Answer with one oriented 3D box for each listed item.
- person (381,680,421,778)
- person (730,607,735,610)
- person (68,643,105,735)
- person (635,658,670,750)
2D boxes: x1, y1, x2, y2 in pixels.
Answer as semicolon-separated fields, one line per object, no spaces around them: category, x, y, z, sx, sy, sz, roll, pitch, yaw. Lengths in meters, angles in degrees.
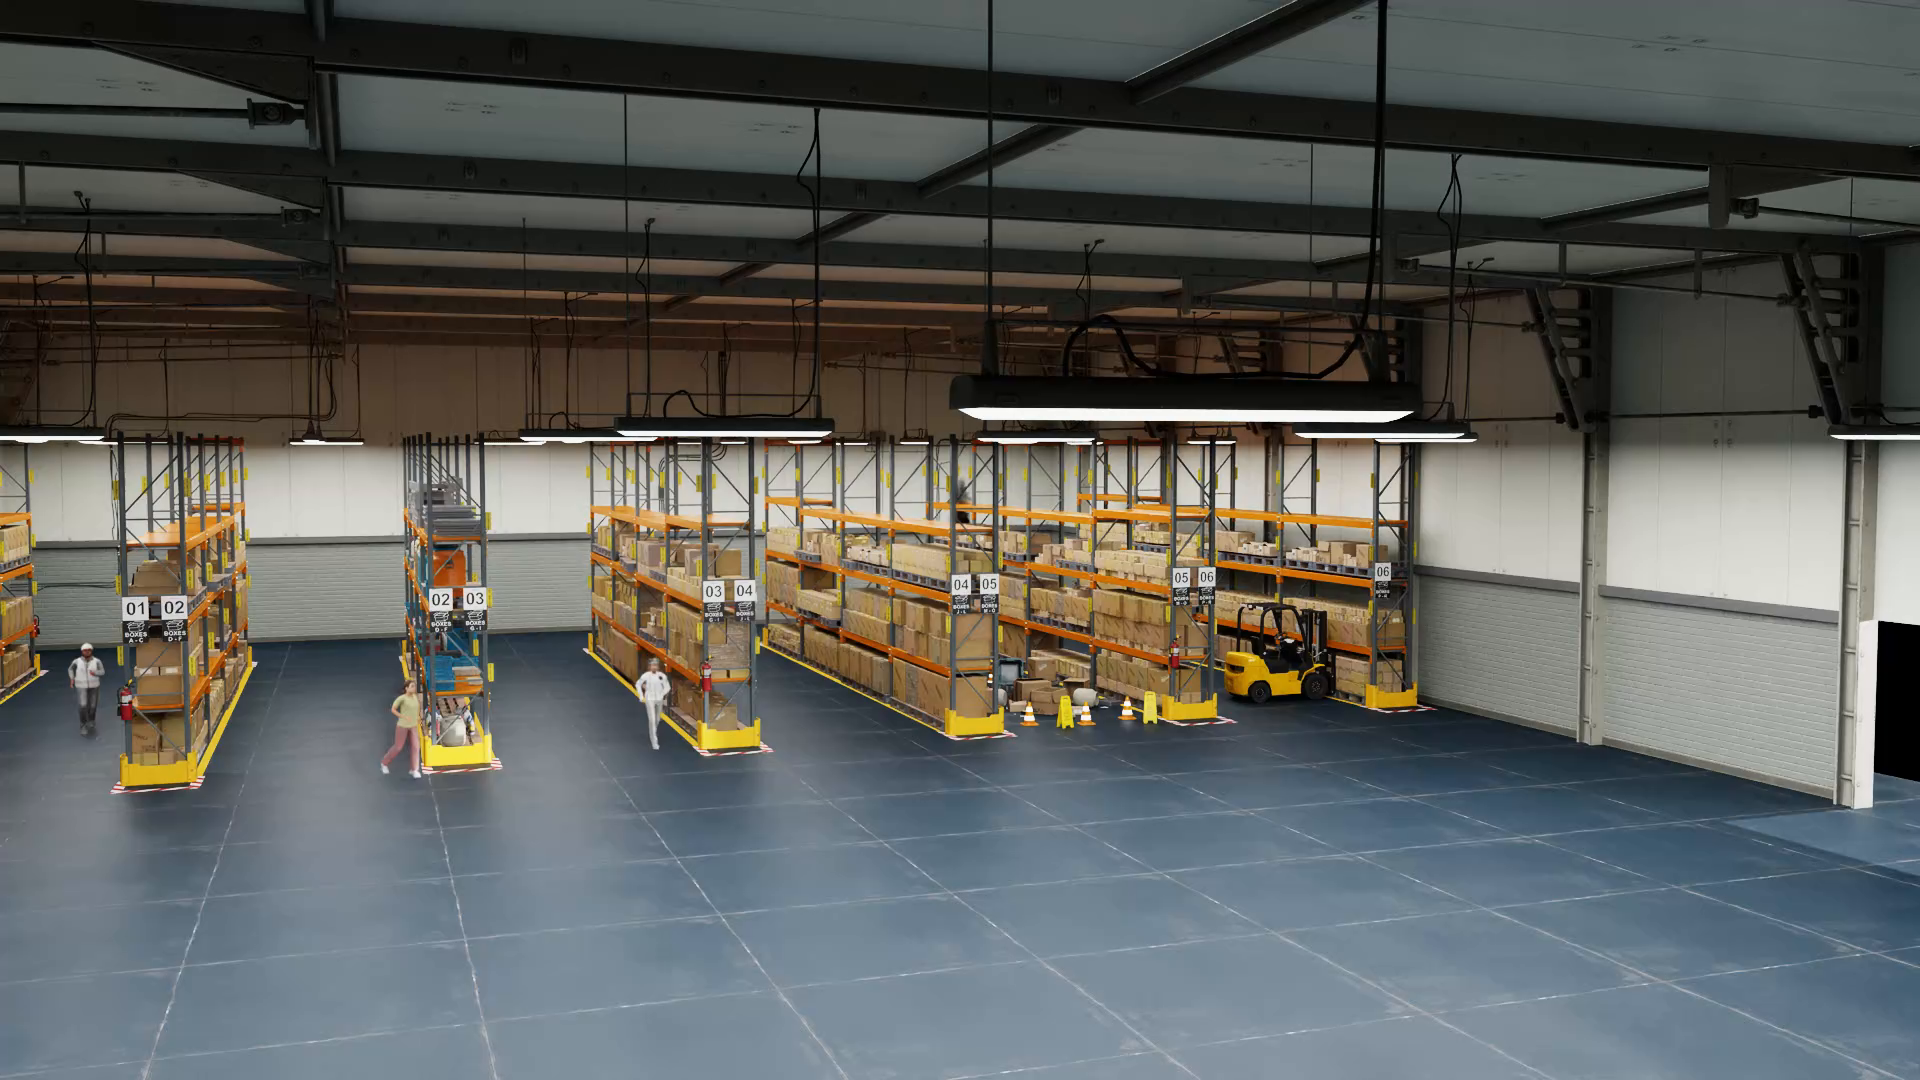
person;-9.630;3.273;29.037;0.944;1.653;0.642;2;4;35
person;-6.183;2.330;46.120;0.647;1.698;0.677;-1;3;-11
person;-17.531;2.986;33.404;0.625;1.833;0.767;-2;4;-34
person;-5.882;3.102;31.916;0.621;1.711;0.867;-1;3;-24
